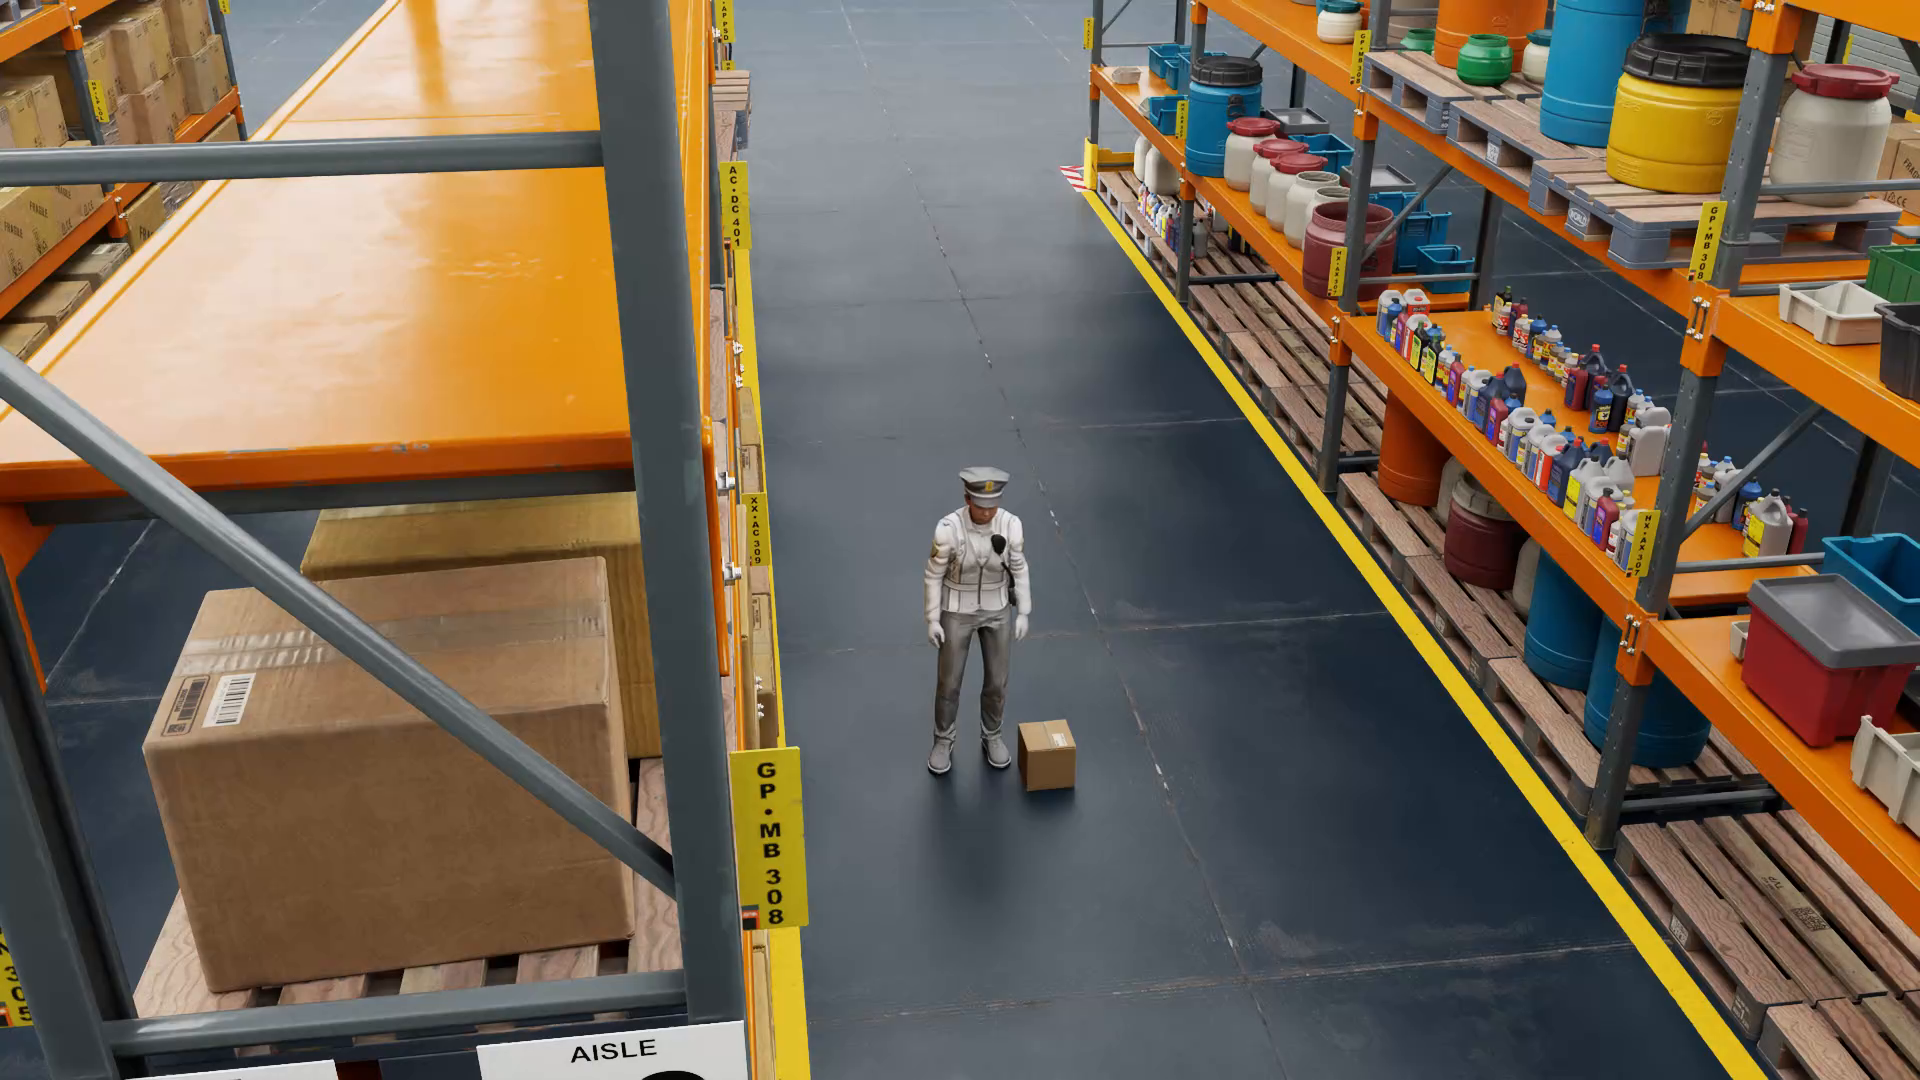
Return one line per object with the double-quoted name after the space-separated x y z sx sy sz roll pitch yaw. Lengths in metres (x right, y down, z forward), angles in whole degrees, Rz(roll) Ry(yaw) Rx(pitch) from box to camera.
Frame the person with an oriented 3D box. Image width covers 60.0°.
0.089 0.384 8.340 0.541 1.664 0.374 -4 28 -8 "person"
